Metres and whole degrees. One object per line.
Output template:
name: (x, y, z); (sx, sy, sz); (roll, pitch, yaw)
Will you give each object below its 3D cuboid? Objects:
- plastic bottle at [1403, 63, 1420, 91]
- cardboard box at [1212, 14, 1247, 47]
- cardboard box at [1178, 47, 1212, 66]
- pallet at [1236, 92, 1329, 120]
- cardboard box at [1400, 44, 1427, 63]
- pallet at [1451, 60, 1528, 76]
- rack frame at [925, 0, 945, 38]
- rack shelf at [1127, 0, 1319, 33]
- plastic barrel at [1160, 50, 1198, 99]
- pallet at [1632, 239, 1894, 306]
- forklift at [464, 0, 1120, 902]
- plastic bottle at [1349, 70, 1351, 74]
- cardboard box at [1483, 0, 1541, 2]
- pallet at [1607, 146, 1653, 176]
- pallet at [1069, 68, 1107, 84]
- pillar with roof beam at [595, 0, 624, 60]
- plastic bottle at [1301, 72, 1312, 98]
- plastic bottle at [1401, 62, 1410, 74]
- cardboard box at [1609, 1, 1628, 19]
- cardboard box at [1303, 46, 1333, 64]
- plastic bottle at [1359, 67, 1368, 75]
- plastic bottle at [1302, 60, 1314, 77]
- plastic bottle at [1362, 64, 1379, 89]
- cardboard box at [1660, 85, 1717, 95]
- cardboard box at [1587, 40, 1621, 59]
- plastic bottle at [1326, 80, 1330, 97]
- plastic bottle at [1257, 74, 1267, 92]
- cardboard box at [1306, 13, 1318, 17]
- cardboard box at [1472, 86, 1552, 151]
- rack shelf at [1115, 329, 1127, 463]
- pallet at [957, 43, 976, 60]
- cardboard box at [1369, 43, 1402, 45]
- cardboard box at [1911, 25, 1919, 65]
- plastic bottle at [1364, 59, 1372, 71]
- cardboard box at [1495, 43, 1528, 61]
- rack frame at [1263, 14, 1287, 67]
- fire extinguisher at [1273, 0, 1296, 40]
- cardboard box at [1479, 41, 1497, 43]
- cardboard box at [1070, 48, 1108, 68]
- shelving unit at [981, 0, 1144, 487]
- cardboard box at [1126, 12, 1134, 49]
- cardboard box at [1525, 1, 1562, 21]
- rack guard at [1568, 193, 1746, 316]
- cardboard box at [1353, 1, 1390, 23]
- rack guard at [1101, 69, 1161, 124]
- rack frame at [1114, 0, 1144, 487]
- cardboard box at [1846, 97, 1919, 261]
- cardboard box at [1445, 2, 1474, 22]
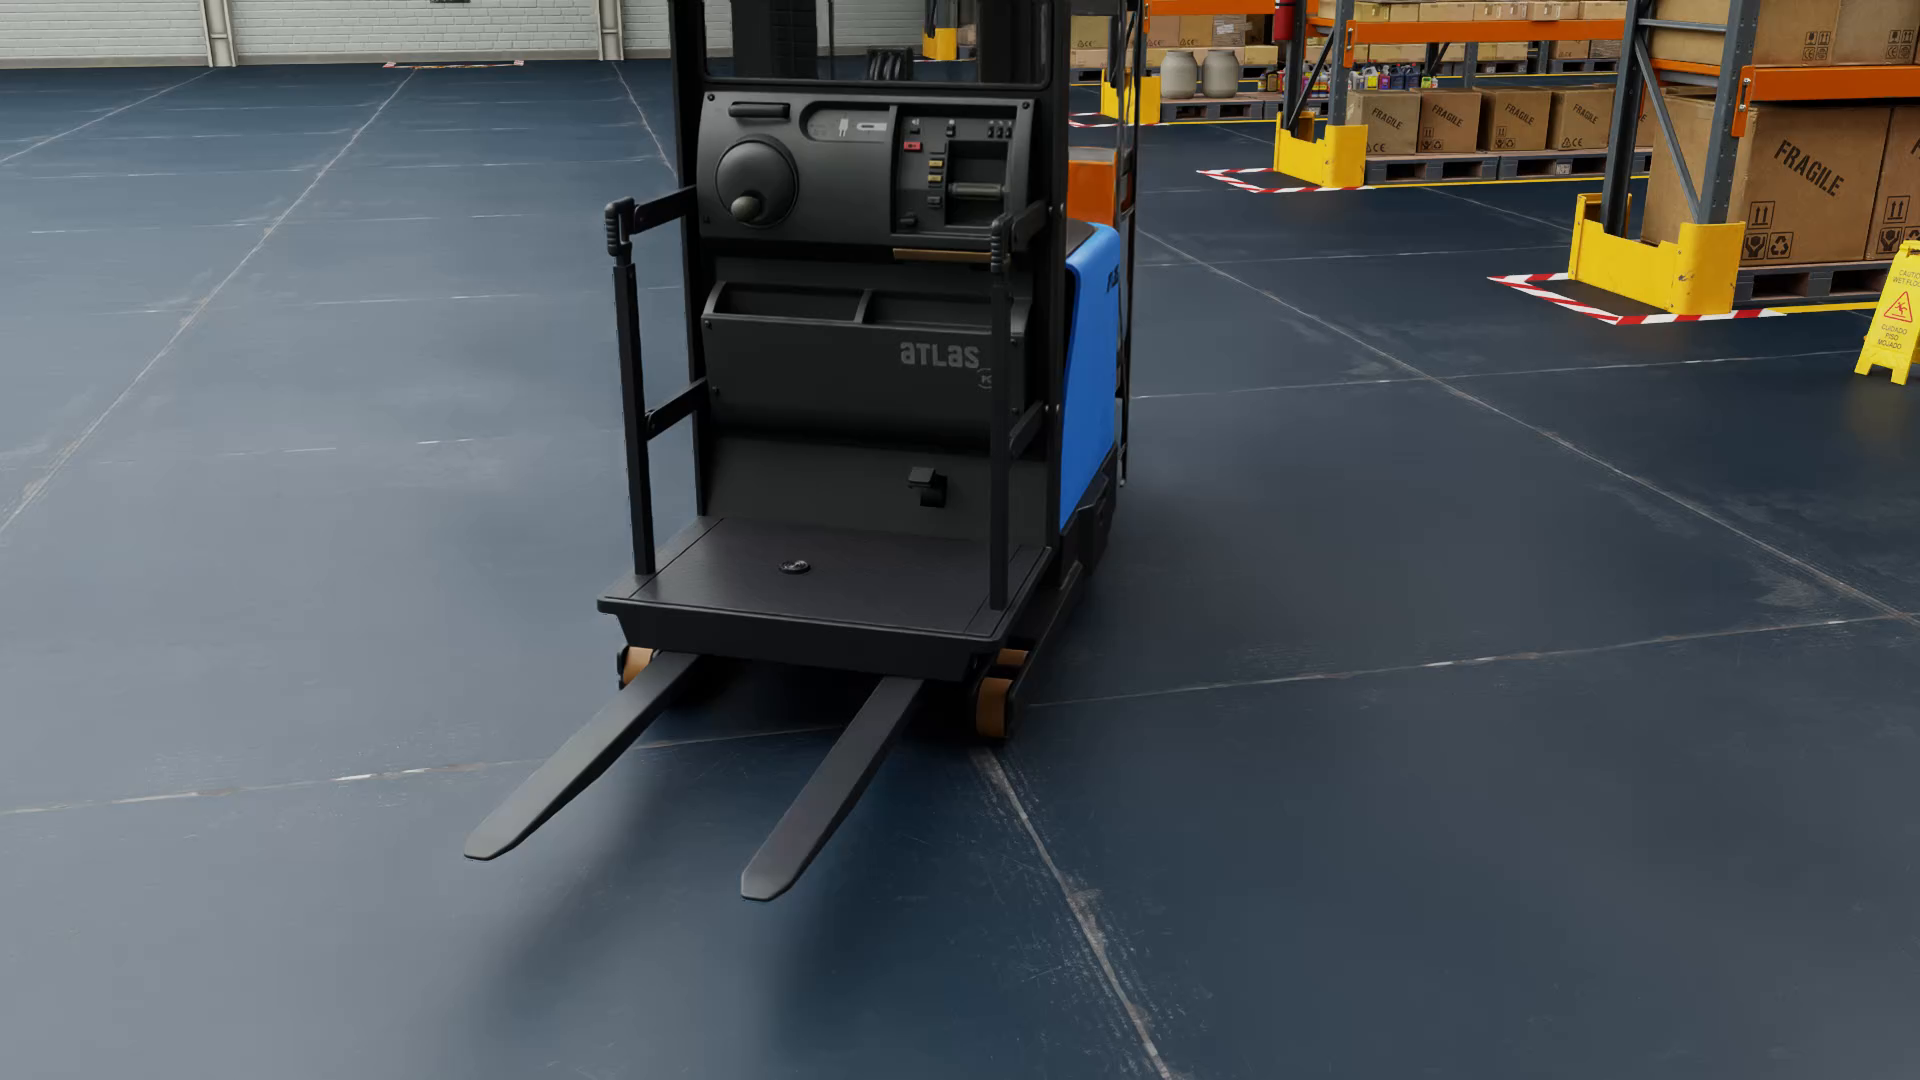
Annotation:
plastic bottle: (5.195, -5.313, 19.170); (0.185, 0.351, 0.144); (-5, 21, -14)
cardboard box: (3.729, -7.269, 23.594); (0.500, 0.500, 0.500); (-5, 21, -12)
cardboard box: (3.246, -6.872, 23.600); (0.500, 0.250, 0.500); (-5, 21, -12)
pallet: (3.903, -5.052, 19.299); (1.213, 0.211, 1.003); (-5, 21, -12)
cardboard box: (6.565, -7.133, 24.314); (0.500, 0.250, 0.500); (-4, 21, -11)
pallet: (7.702, -7.112, 24.922); (1.213, 0.211, 1.003); (-5, 21, -12)
rack frame: (-0.417, -9.498, 27.381); (0.127, 3.000, 1.000); (-5, 21, -12)
rack shelf: (3.809, -6.002, 18.884); (4.000, 0.370, 1.077); (-5, 21, -12)
plastic barrel: (2.486, -5.288, 18.896); (0.421, 0.512, 0.421); (0, 20, 0)
pallet: (4.806, -1.635, 9.972); (1.213, 0.211, 1.003); (-5, 21, -12)
forklift: (-0.313, -0.997, 4.274); (1.130, 2.935, 3.031); (5, 21, 14)
plastic bottle: (4.510, -5.265, 19.136); (0.133, 0.283, 0.061); (-5, 21, -12)
cardboard box: (4.500, -4.849, 14.114); (0.500, 0.500, 0.875); (-5, 21, -12)
pallet: (6.250, -3.466, 14.969); (1.213, 0.211, 1.003); (-5, 21, -12)
pallet: (1.461, -6.605, 23.539); (1.213, 0.211, 1.003); (-5, 21, -12)
pillar with roof beam: (-4.783, -10.744, 22.061); (0.400, 9.000, 9.100); (-5, 21, -12)
plastic bottle: (3.924, -5.164, 18.859); (0.133, 0.283, 0.061); (-4, 21, -12)
plastic bottle: (5.162, -5.362, 19.302); (0.185, 0.351, 0.144); (-5, 21, -12)
cardboard box: (5.526, -4.524, 14.170); (0.250, 0.149, 0.380); (-5, 21, -12)
cardboard box: (5.069, -7.012, 23.981); (0.500, 0.250, 0.500); (-5, 21, -14)
plastic bottle: (4.761, -5.447, 19.650); (0.097, 0.271, 0.097); (0, 20, 0)
plastic bottle: (4.096, -5.473, 19.605); (0.185, 0.351, 0.144); (-4, 20, -10)
plastic bottle: (4.694, -5.273, 19.059); (0.185, 0.351, 0.144); (-5, 21, -13)
cardboard box: (6.497, -3.845, 14.975); (0.500, 0.500, 0.500); (-5, 21, -14)
cardboard box: (9.529, -7.490, 24.894); (0.500, 0.500, 0.500); (-5, 21, -14)
plastic bottle: (4.226, -5.156, 18.958); (0.097, 0.201, 0.097); (0, 20, 0)
plastic bottle: (3.549, -5.366, 19.532); (0.097, 0.201, 0.097); (0, 20, 0)
cardboard box: (6.152, -9.087, 29.256); (0.500, 0.500, 0.700); (-5, 21, -13)
cardboard box: (4.802, -3.693, 14.558); (0.500, 0.500, 0.500); (-3, 20, -7)
rack shelf: (0.353, -0.502, 6.208); (0.480, 0.518, 0.431); (5, 21, 14)
pallet: (0.456, -8.247, 28.021); (1.213, 0.211, 1.003); (-5, 21, -12)
cardboard box: (6.071, -7.354, 24.102); (0.500, 0.311, 0.500); (-5, 21, -14)
cardboard box: (5.501, -3.023, 9.489); (0.550, 0.550, 0.875); (-5, 21, -12)
plastic bottle: (4.875, -5.536, 19.778); (0.185, 0.351, 0.144); (-4, 21, -11)
cardboard box: (8.056, -7.256, 24.648); (0.500, 0.250, 0.500); (-4, 21, -11)
rack frame: (4.620, -8.156, 23.720); (0.127, 3.000, 1.000); (-5, 21, -12)
fire extinguisher: (2.785, -4.632, 14.212); (0.183, 0.674, 0.296); (-5, 21, -12)
cardboard box: (7.555, -7.475, 24.432); (0.500, 0.311, 0.500); (-5, 21, -13)
cardboard box: (1.786, -6.755, 23.280); (0.500, 0.250, 0.500); (-5, 21, -12)
shelving unit: (0.353, -1.172, 5.963); (0.503, 2.100, 0.431); (5, 21, 14)
cardboard box: (2.270, -7.150, 23.270); (0.500, 0.500, 0.500); (-5, 21, -12)
cardboard box: (4.817, -4.435, 13.925); (0.250, 0.149, 0.380); (-5, 21, -12)
rack guard: (4.022, -1.680, 9.673); (0.348, 0.500, 1.175); (-5, 21, -12)
cardboard box: (3.335, -4.348, 13.690); (0.250, 0.149, 0.380); (-5, 21, -12)
rack guard: (1.926, -5.030, 18.818); (0.348, 0.500, 1.175); (-5, 21, -12)
rack frame: (0.589, -1.151, 5.905); (0.015, 2.100, 0.400); (5, 21, 14)
cardboard box: (5.546, -2.201, 9.941); (0.875, 0.875, 0.875); (-5, 21, -13)
cardboard box: (4.068, -4.403, 13.839); (0.250, 0.149, 0.380); (-5, 21, -12)
